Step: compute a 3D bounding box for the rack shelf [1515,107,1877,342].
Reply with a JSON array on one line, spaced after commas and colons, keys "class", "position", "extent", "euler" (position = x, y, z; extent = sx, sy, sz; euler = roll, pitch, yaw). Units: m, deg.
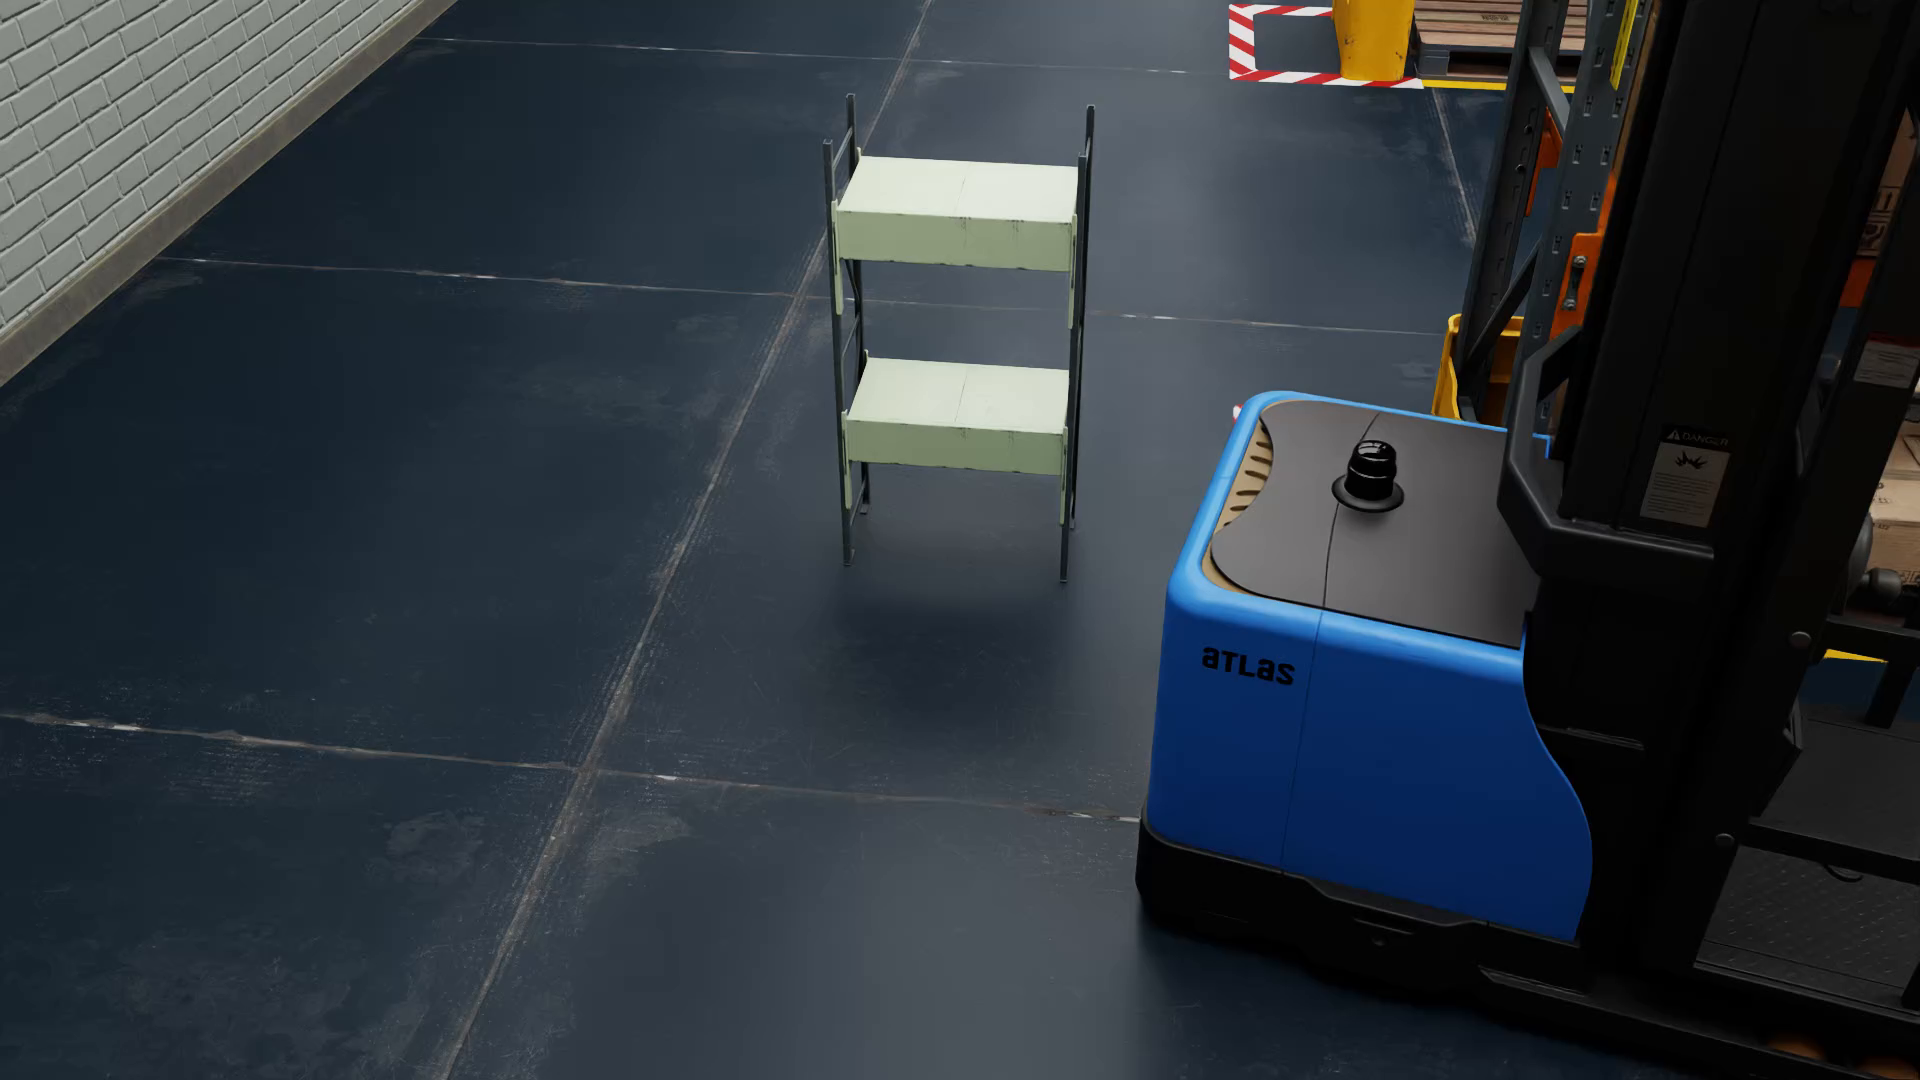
[{"class": "rack shelf", "position": [3.775, -0.856, 4.986], "extent": [4.000, 0.370, 1.077], "euler": [4, 36, 6]}]

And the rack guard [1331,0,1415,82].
[{"class": "rack guard", "position": [2.400, -3.127, 9.701], "extent": [0.348, 0.500, 1.175], "euler": [4, 36, 6]}]

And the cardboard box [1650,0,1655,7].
[{"class": "cardboard box", "position": [2.268, -1.870, 4.841], "extent": [0.500, 0.500, 0.500], "euler": [4, 36, 6]}]

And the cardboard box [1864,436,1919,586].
[{"class": "cardboard box", "position": [2.790, -0.116, 5.318], "extent": [0.500, 0.250, 0.500], "euler": [4, 36, 6]}]

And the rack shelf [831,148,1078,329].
[{"class": "rack shelf", "position": [0.007, -0.928, 5.087], "extent": [0.720, 0.370, 0.431], "euler": [4, 36, 6]}]

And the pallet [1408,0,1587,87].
[{"class": "pallet", "position": [3.239, -2.932, 9.676], "extent": [1.213, 0.211, 1.003], "euler": [4, 36, 6]}]

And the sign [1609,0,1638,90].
[{"class": "sign", "position": [1.722, -1.336, 4.295], "extent": [0.005, 0.325, 0.100], "euler": [4, 36, 6]}]

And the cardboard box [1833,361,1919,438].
[{"class": "cardboard box", "position": [3.300, -0.370, 5.675], "extent": [0.500, 0.250, 0.500], "euler": [4, 36, 6]}]

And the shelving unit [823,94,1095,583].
[{"class": "shelving unit", "position": [0.007, -0.610, 5.314], "extent": [0.755, 1.500, 0.431], "euler": [4, 36, 6]}]

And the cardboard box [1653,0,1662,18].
[{"class": "cardboard box", "position": [2.198, -1.559, 4.406], "extent": [0.500, 0.500, 0.500], "euler": [5, 36, 7]}]

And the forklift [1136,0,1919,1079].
[{"class": "forklift", "position": [2.035, -0.189, 3.492], "extent": [3.031, 2.935, 1.130], "euler": [12, 37, 16]}]

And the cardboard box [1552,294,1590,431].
[{"class": "cardboard box", "position": [2.362, -0.560, 5.725], "extent": [0.500, 0.500, 0.500], "euler": [4, 36, 6]}]

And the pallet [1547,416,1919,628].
[{"class": "pallet", "position": [2.658, -0.097, 5.705], "extent": [1.213, 0.211, 1.003], "euler": [4, 36, 6]}]

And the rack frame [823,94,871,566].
[{"class": "rack frame", "position": [-0.356, -0.637, 5.352], "extent": [0.023, 1.500, 0.400], "euler": [4, 36, 6]}]

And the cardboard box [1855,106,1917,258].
[{"class": "cardboard box", "position": [2.710, -1.117, 4.647], "extent": [0.500, 0.500, 0.500], "euler": [4, 36, 5]}]

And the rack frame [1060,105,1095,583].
[{"class": "rack frame", "position": [0.370, -0.583, 5.276], "extent": [0.023, 1.500, 0.400], "euler": [4, 36, 6]}]

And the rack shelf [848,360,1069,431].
[{"class": "rack shelf", "position": [0.007, -0.424, 5.446], "extent": [0.686, 0.124, 0.368], "euler": [4, 36, 6]}]

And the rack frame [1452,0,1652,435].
[{"class": "rack frame", "position": [1.791, -1.296, 4.984], "extent": [0.127, 3.000, 1.000], "euler": [4, 36, 6]}]
